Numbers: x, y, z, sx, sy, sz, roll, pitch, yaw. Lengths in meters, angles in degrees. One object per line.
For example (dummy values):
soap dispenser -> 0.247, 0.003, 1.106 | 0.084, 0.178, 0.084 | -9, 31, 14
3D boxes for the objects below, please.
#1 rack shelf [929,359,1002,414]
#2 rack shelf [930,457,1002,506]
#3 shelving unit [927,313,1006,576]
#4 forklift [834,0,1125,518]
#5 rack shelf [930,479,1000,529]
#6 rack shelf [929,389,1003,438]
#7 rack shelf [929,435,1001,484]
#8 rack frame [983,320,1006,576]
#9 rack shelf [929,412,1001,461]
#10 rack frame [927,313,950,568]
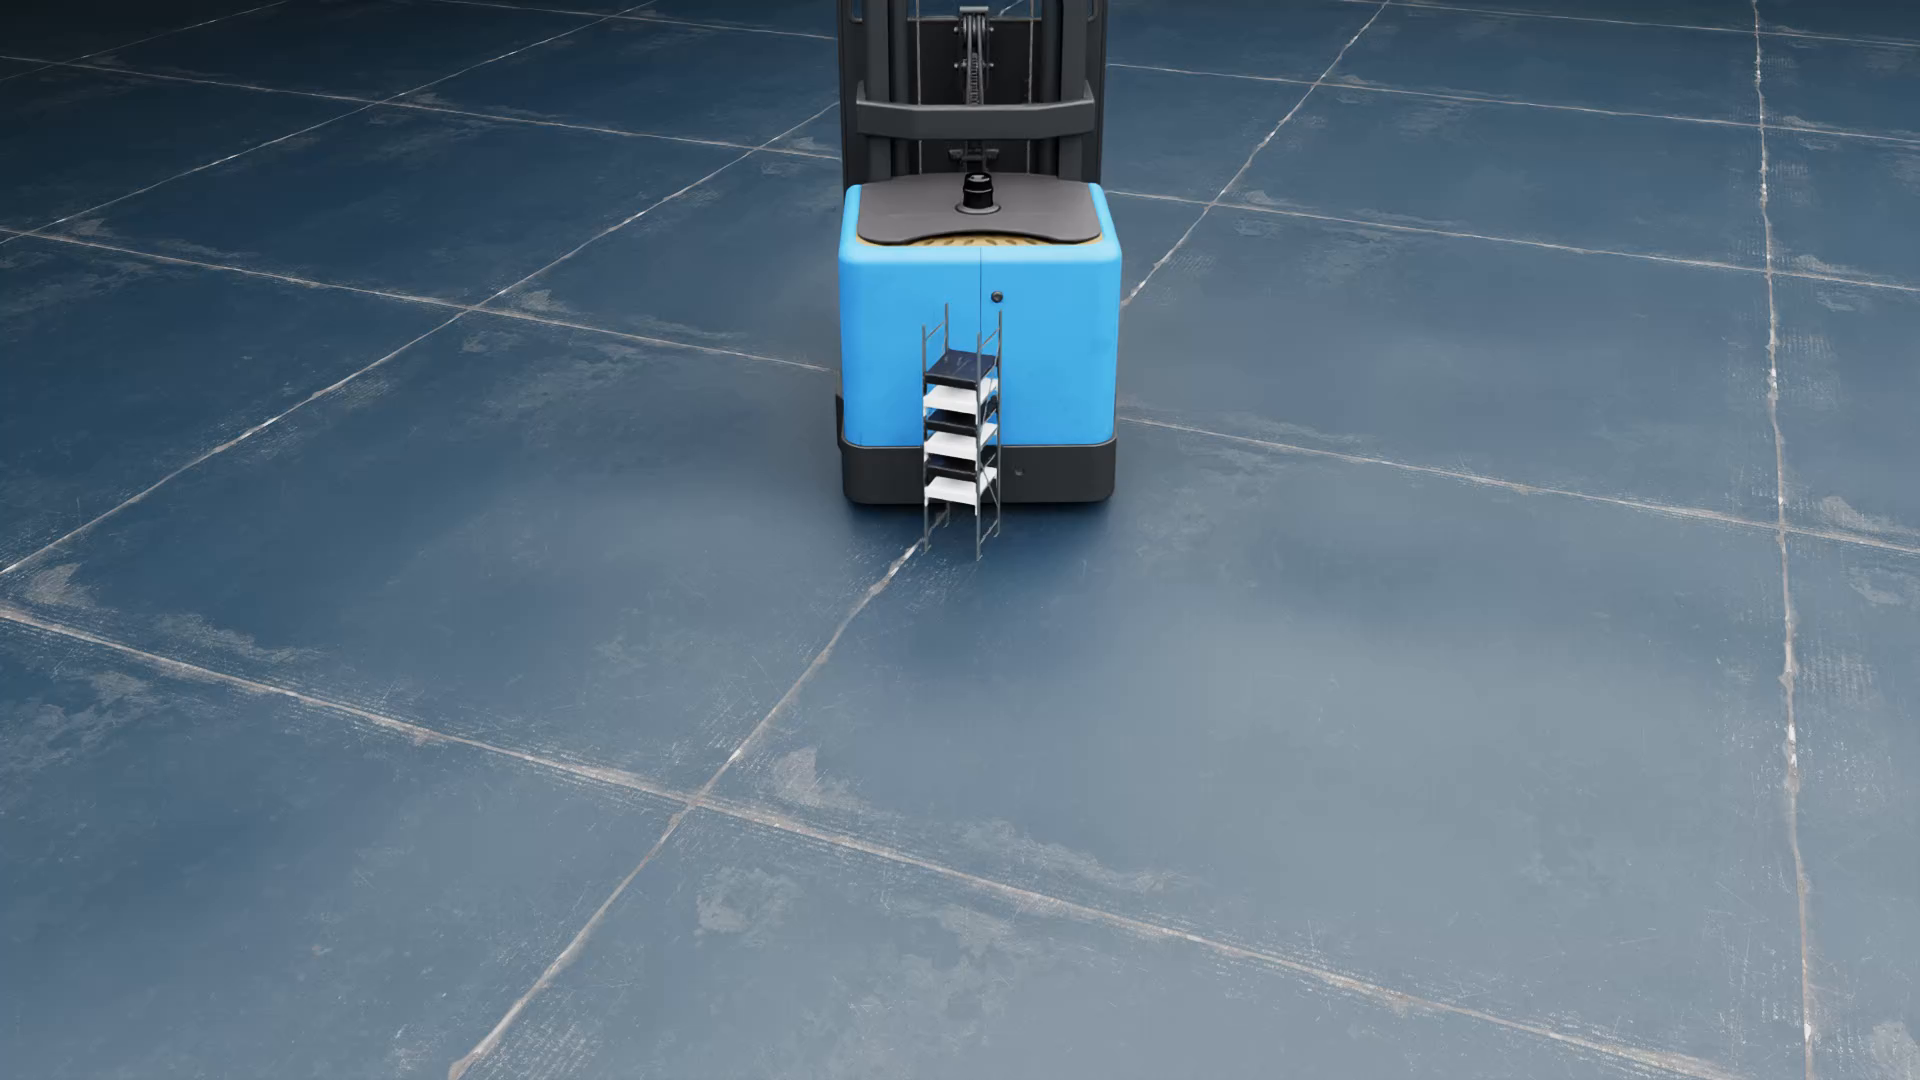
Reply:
rack shelf -> 0.024, -0.537, 5.805 | 0.200, 0.077, 0.258 | 8, 31, 14
rack shelf -> 0.024, -0.224, 5.982 | 0.200, 0.077, 0.258 | 8, 31, 14
shelving unit -> 0.024, -0.331, 5.922 | 0.210, 0.900, 0.258 | 8, 31, 14
forklift -> 0.046, -2.046, 6.890 | 1.130, 2.935, 3.031 | -1, 29, -1
rack shelf -> 0.024, -0.146, 6.027 | 0.200, 0.077, 0.258 | 8, 31, 14
rack shelf -> 0.024, -0.459, 5.850 | 0.200, 0.077, 0.258 | 8, 31, 14
rack shelf -> 0.024, -0.302, 5.938 | 0.200, 0.077, 0.258 | 8, 31, 14
rack frame -> 0.121, -0.317, 5.897 | 0.006, 0.900, 0.240 | 8, 31, 14
rack shelf -> 0.024, -0.381, 5.894 | 0.200, 0.077, 0.258 | 8, 31, 14
rack frame -> -0.074, -0.346, 5.947 | 0.006, 0.900, 0.240 | 8, 31, 14
